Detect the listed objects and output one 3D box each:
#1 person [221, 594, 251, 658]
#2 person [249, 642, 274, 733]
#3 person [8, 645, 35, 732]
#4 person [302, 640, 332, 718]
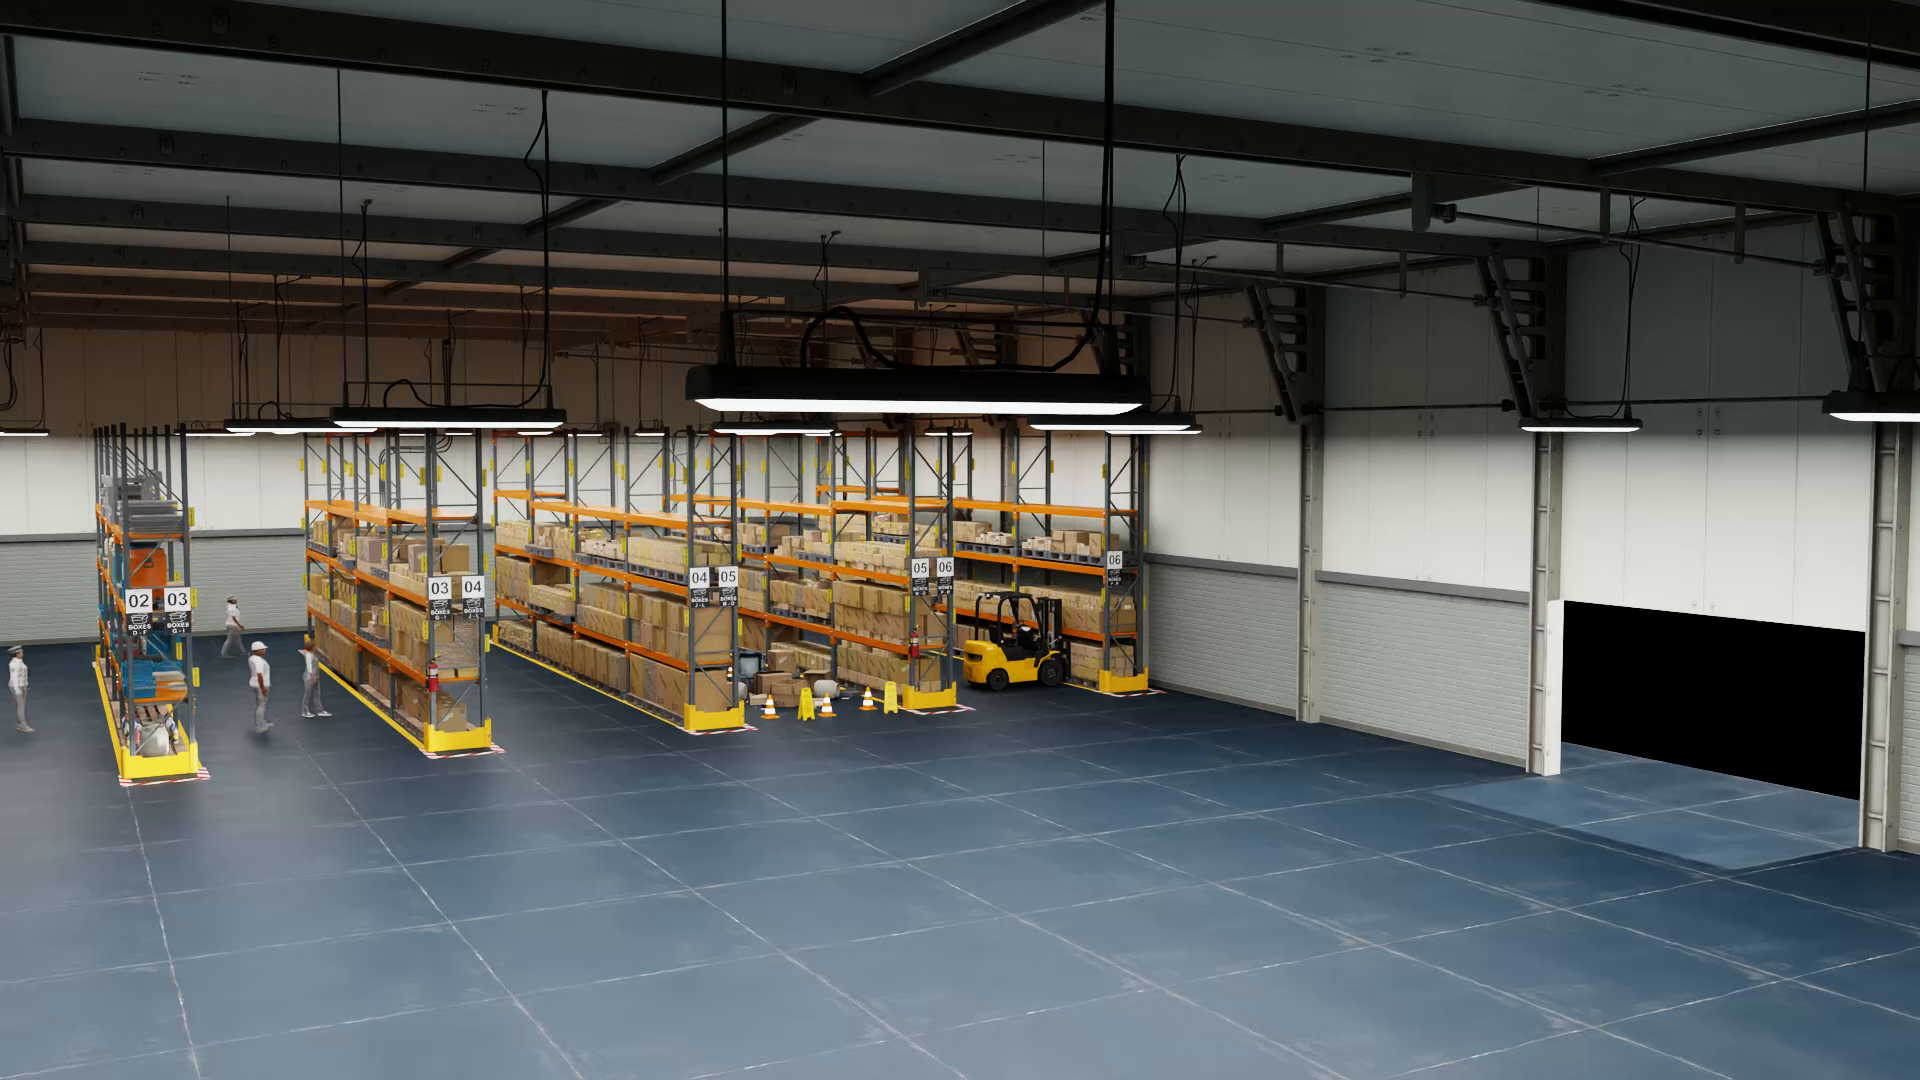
[{"bbox_3d":[-18.953,2.243,43.543,0.523,1.651,0.878,3,5,45],"label":"person"},{"bbox_3d":[-13.662,2.865,32.658,0.581,1.764,0.592,3,4,37],"label":"person"},{"bbox_3d":[-18.424,2.918,32.739,0.545,1.693,0.496,0,3,2],"label":"person"},{"bbox_3d":[-13.306,2.864,34.224,0.559,1.588,0.433,0,3,4],"label":"person"}]
